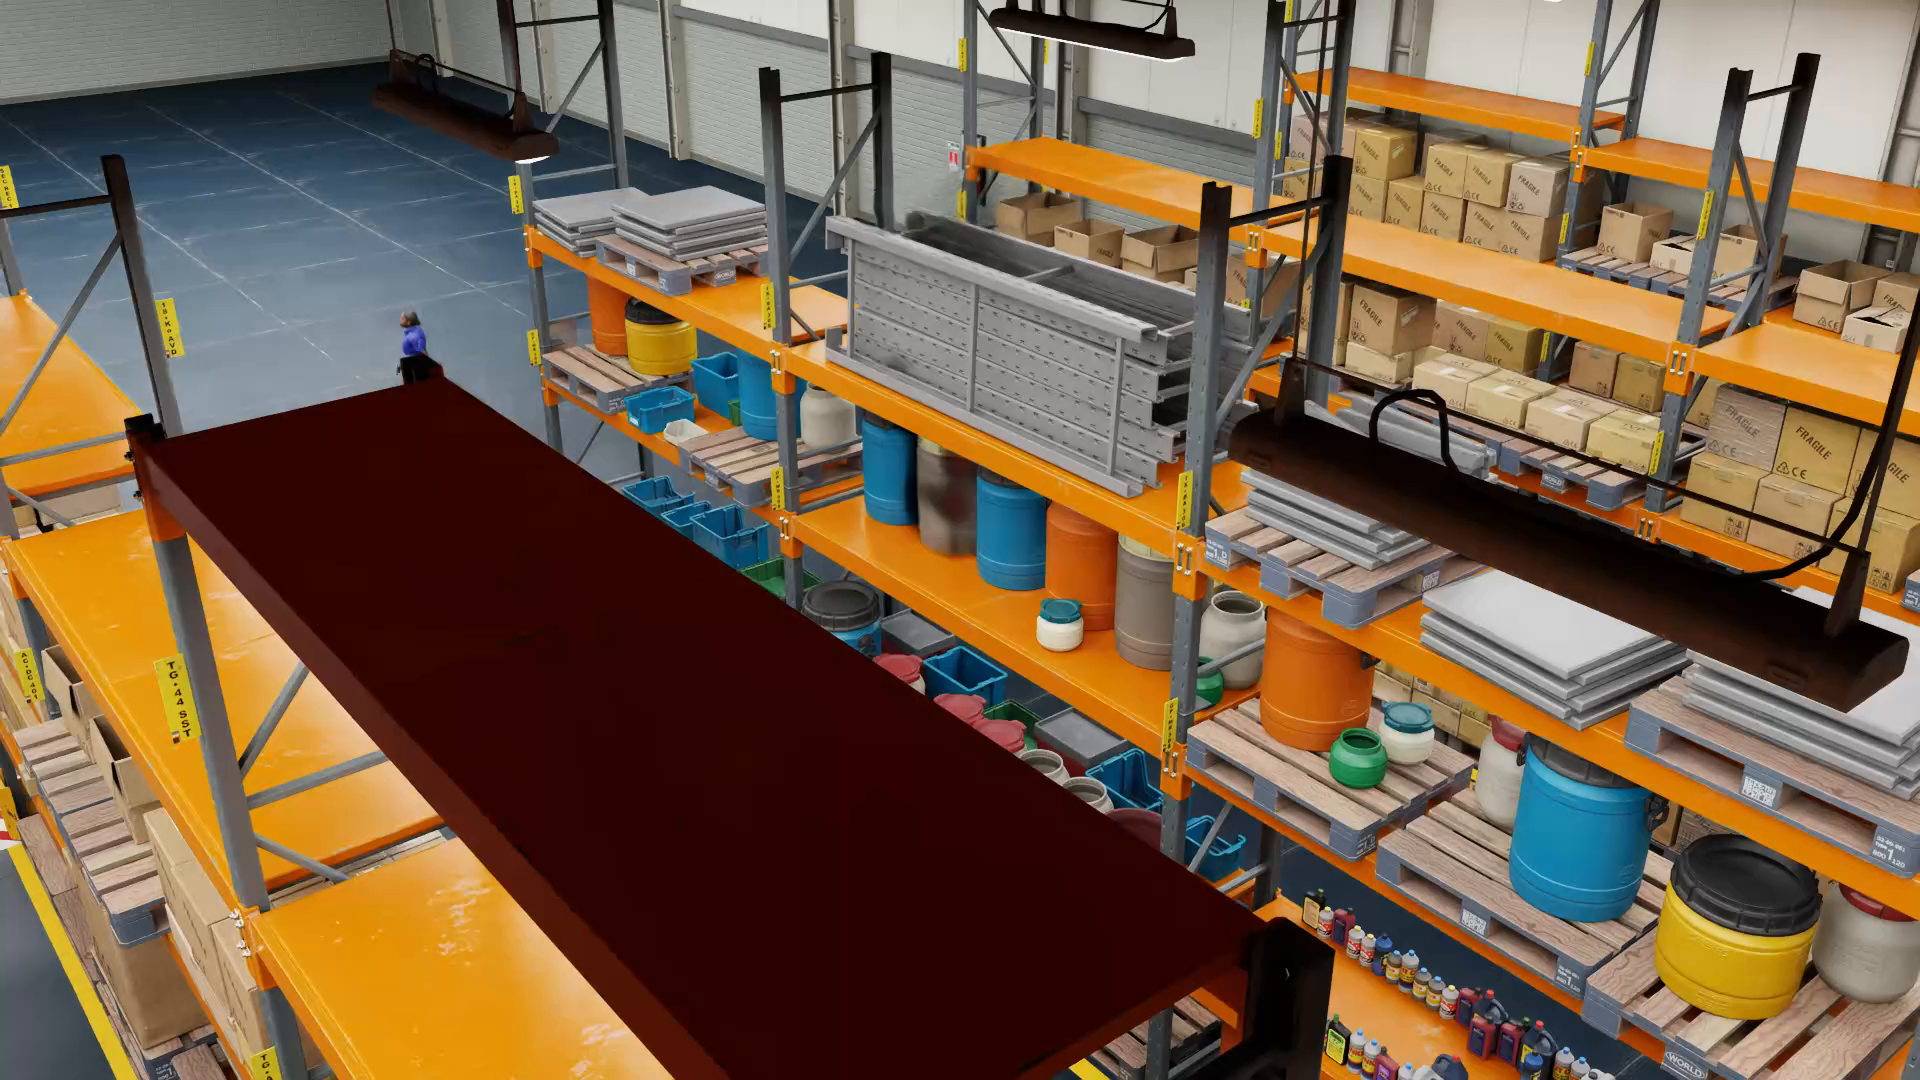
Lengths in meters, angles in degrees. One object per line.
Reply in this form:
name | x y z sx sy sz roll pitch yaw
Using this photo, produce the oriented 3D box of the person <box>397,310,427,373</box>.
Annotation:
person | -6.704 -2.079 20.729 0.613 1.625 0.584 -5 26 -11
